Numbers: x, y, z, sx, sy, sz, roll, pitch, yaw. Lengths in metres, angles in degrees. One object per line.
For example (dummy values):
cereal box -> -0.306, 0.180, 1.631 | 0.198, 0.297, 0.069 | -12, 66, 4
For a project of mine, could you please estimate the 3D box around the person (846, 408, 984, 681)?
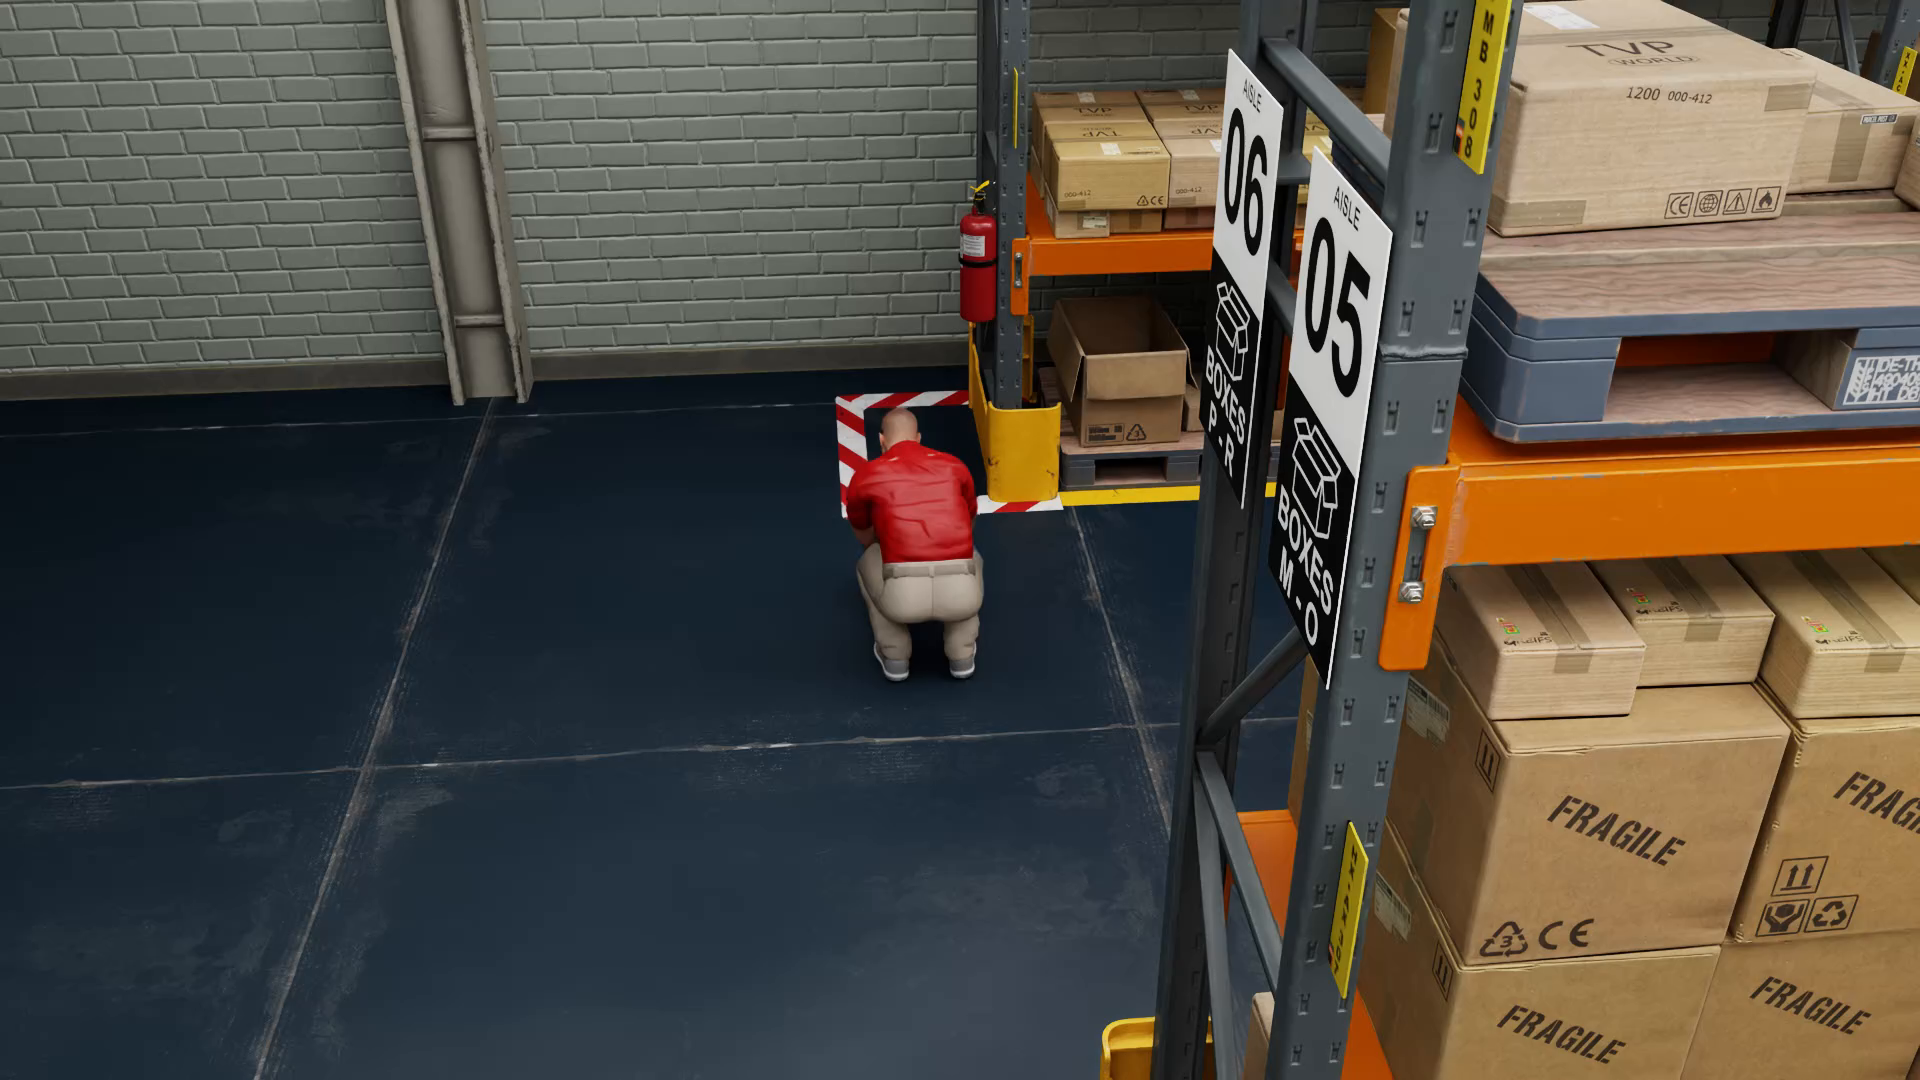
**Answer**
person -> -0.177, 0.020, 6.862 | 0.567, 0.972, 0.884 | -3, 31, -5
